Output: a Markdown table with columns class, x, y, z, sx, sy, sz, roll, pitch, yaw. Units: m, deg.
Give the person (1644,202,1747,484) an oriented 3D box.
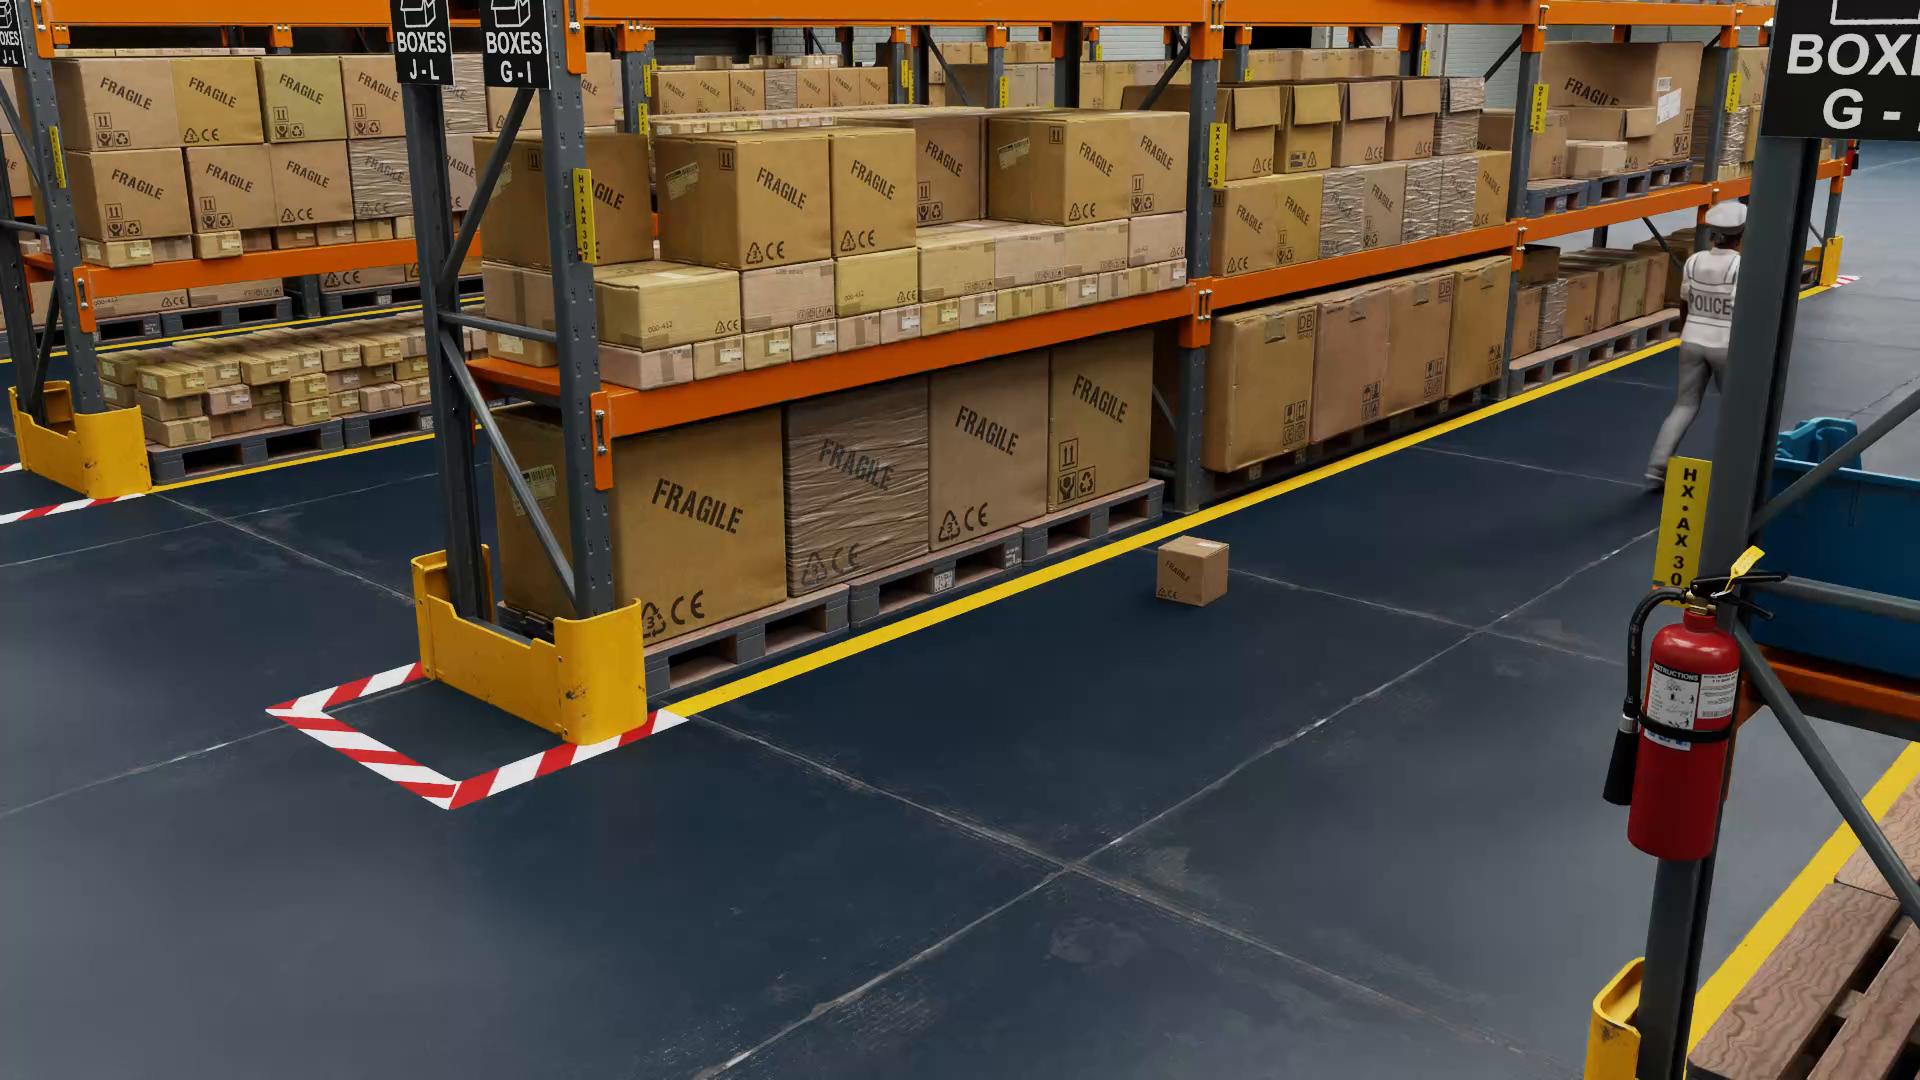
| class | x | y | z | sx | sy | sz | roll | pitch | yaw |
| --- | --- | --- | --- | --- | --- | --- | --- | --- | --- |
| person | 4.418 | -1.135 | 9.683 | 0.851 | 1.650 | 0.467 | -13 | 21 | -36 |
